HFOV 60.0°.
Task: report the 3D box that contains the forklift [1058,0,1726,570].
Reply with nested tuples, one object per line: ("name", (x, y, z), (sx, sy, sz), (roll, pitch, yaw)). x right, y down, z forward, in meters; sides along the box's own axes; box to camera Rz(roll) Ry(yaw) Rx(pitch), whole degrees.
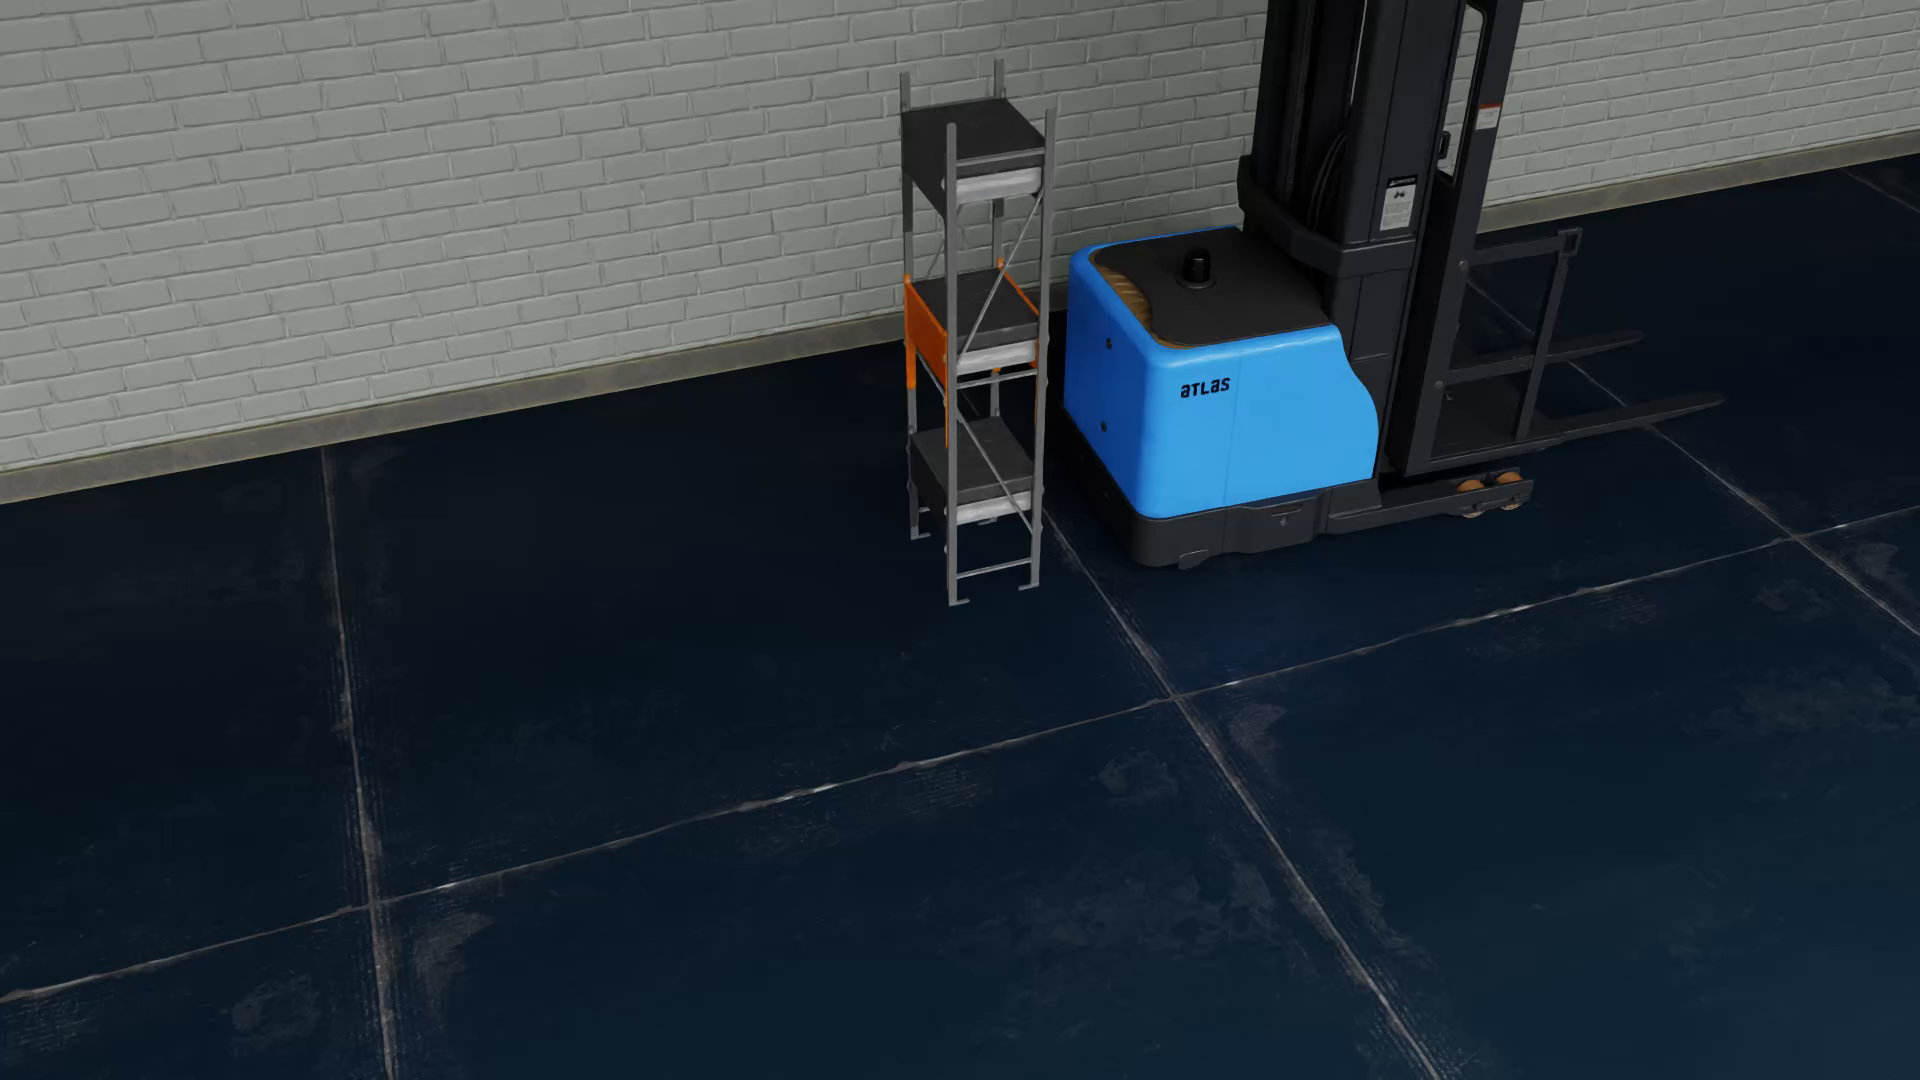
("forklift", (2.030, -1.562, 6.888), (3.031, 2.935, 1.130), (-11, 38, -14))

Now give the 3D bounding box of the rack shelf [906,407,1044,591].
("rack shelf", (0.057, -0.175, 6.923), (0.431, 0.518, 0.480), (-12, 39, -16))

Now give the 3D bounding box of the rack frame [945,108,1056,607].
("rack frame", (0.141, -0.607, 6.311), (0.400, 2.100, 0.015), (-12, 39, -16))

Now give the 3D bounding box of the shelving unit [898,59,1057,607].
("shelving unit", (0.057, -0.745, 6.494), (0.431, 2.100, 0.503), (-12, 39, -16))

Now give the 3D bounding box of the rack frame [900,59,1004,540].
("rack frame", (-0.027, -0.883, 6.677), (0.400, 2.100, 0.015), (-12, 39, -16))

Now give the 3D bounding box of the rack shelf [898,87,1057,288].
("rack shelf", (0.057, -1.293, 6.081), (0.431, 0.518, 0.480), (-12, 39, -16))

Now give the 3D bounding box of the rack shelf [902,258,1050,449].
("rack shelf", (0.057, -0.734, 6.502), (0.431, 0.518, 0.480), (-12, 39, -16))
